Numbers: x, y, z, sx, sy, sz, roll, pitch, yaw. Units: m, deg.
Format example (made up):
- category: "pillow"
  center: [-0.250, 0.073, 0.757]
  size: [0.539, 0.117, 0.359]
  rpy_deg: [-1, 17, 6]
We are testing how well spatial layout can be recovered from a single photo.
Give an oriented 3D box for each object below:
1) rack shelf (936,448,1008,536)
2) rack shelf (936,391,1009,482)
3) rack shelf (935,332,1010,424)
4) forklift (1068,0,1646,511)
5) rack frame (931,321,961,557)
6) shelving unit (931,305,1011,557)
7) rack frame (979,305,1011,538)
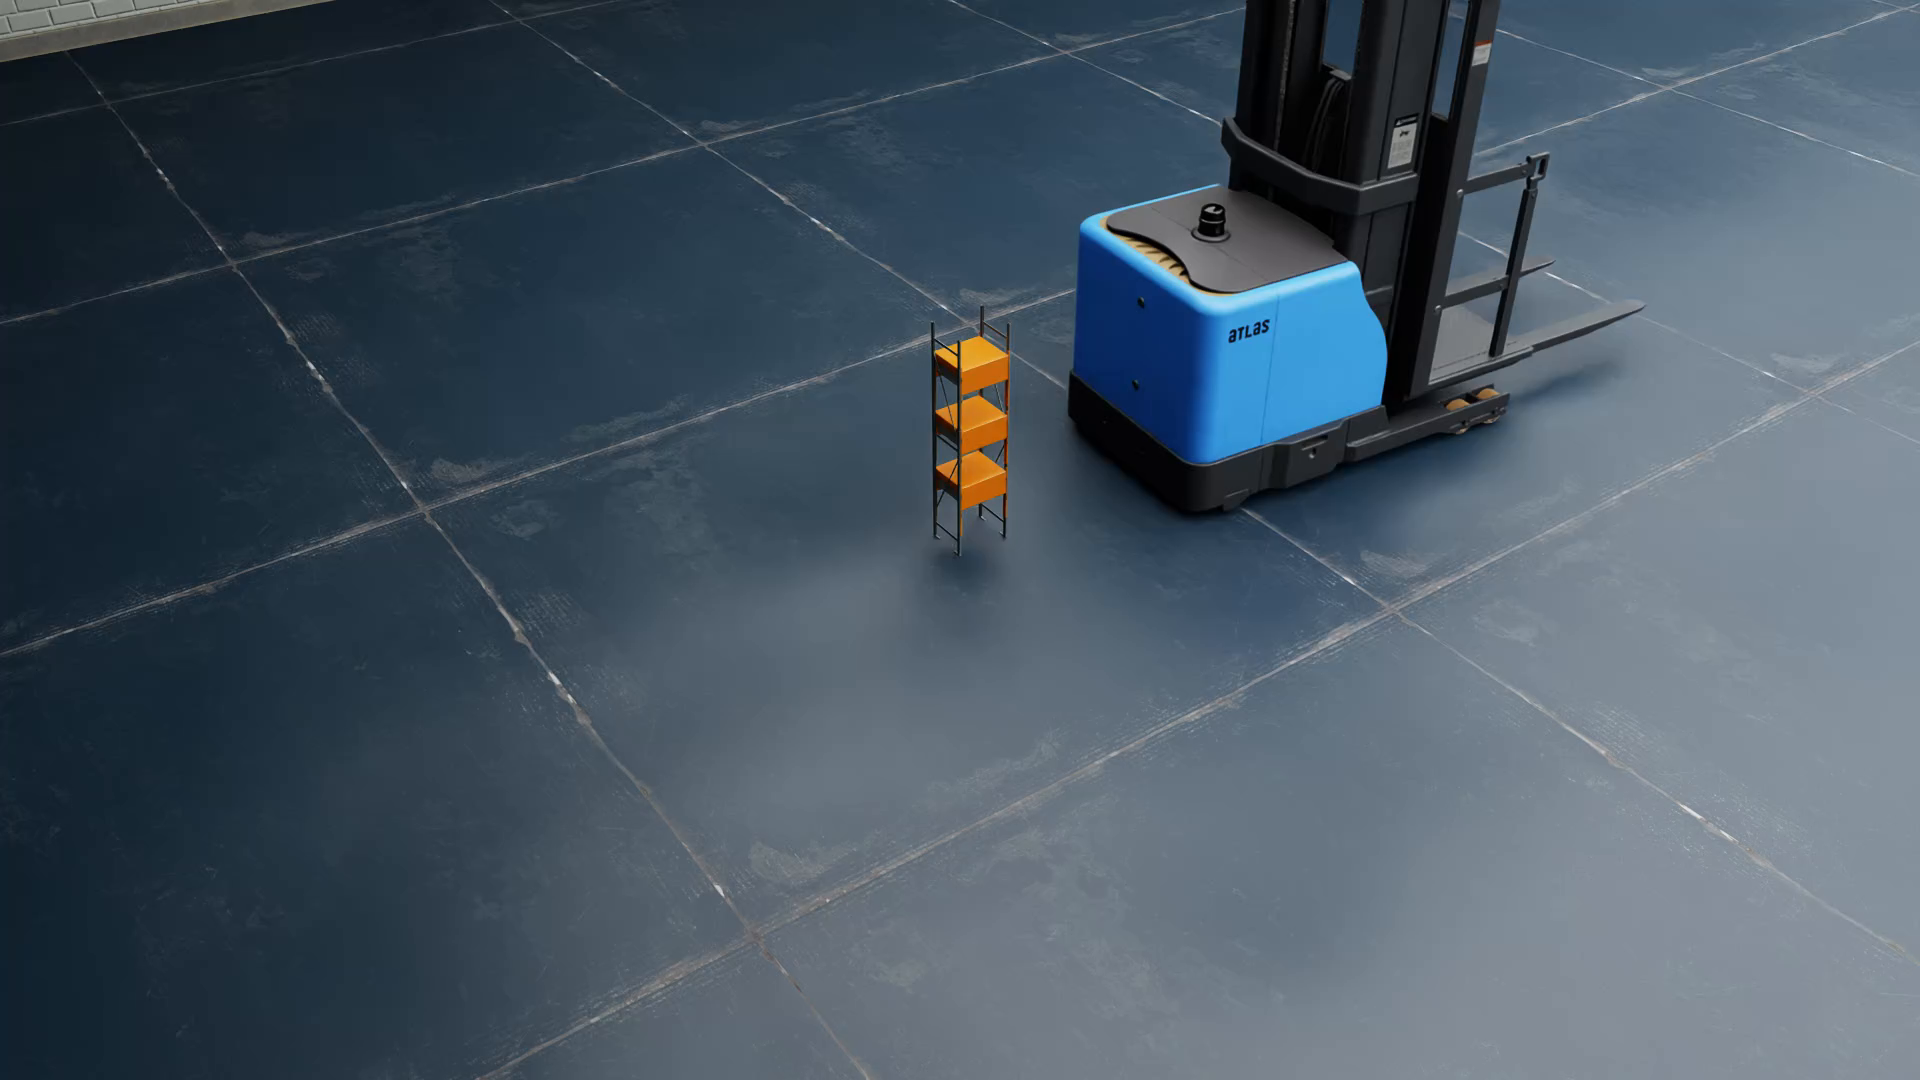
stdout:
- category: "rack shelf"
  center: [0.044, -0.210, 7.137]
  size: [0.240, 0.259, 0.215]
  rpy_deg: [-22, 41, -28]
- category: "rack shelf"
  center: [0.044, -0.436, 6.975]
  size: [0.240, 0.259, 0.215]
  rpy_deg: [-22, 41, -28]
- category: "rack shelf"
  center: [0.044, -0.666, 6.809]
  size: [0.240, 0.259, 0.215]
  rpy_deg: [-22, 41, -28]
- category: "forklift"
  center: [2.051, -1.943, 7.441]
  size: [3.031, 2.935, 1.130]
  rpy_deg: [-19, 40, -24]
- category: "rack frame"
  center: [-0.056, -0.403, 6.911]
  size: [0.008, 1.050, 0.200]
  rpy_deg: [-22, 41, -28]
- category: "shelving unit"
  center: [0.044, -0.444, 6.968]
  size: [0.252, 1.050, 0.215]
  rpy_deg: [-22, 41, -28]
- category: "rack frame"
  center: [0.143, -0.485, 7.026]
  size: [0.008, 1.050, 0.200]
  rpy_deg: [-22, 41, -28]
